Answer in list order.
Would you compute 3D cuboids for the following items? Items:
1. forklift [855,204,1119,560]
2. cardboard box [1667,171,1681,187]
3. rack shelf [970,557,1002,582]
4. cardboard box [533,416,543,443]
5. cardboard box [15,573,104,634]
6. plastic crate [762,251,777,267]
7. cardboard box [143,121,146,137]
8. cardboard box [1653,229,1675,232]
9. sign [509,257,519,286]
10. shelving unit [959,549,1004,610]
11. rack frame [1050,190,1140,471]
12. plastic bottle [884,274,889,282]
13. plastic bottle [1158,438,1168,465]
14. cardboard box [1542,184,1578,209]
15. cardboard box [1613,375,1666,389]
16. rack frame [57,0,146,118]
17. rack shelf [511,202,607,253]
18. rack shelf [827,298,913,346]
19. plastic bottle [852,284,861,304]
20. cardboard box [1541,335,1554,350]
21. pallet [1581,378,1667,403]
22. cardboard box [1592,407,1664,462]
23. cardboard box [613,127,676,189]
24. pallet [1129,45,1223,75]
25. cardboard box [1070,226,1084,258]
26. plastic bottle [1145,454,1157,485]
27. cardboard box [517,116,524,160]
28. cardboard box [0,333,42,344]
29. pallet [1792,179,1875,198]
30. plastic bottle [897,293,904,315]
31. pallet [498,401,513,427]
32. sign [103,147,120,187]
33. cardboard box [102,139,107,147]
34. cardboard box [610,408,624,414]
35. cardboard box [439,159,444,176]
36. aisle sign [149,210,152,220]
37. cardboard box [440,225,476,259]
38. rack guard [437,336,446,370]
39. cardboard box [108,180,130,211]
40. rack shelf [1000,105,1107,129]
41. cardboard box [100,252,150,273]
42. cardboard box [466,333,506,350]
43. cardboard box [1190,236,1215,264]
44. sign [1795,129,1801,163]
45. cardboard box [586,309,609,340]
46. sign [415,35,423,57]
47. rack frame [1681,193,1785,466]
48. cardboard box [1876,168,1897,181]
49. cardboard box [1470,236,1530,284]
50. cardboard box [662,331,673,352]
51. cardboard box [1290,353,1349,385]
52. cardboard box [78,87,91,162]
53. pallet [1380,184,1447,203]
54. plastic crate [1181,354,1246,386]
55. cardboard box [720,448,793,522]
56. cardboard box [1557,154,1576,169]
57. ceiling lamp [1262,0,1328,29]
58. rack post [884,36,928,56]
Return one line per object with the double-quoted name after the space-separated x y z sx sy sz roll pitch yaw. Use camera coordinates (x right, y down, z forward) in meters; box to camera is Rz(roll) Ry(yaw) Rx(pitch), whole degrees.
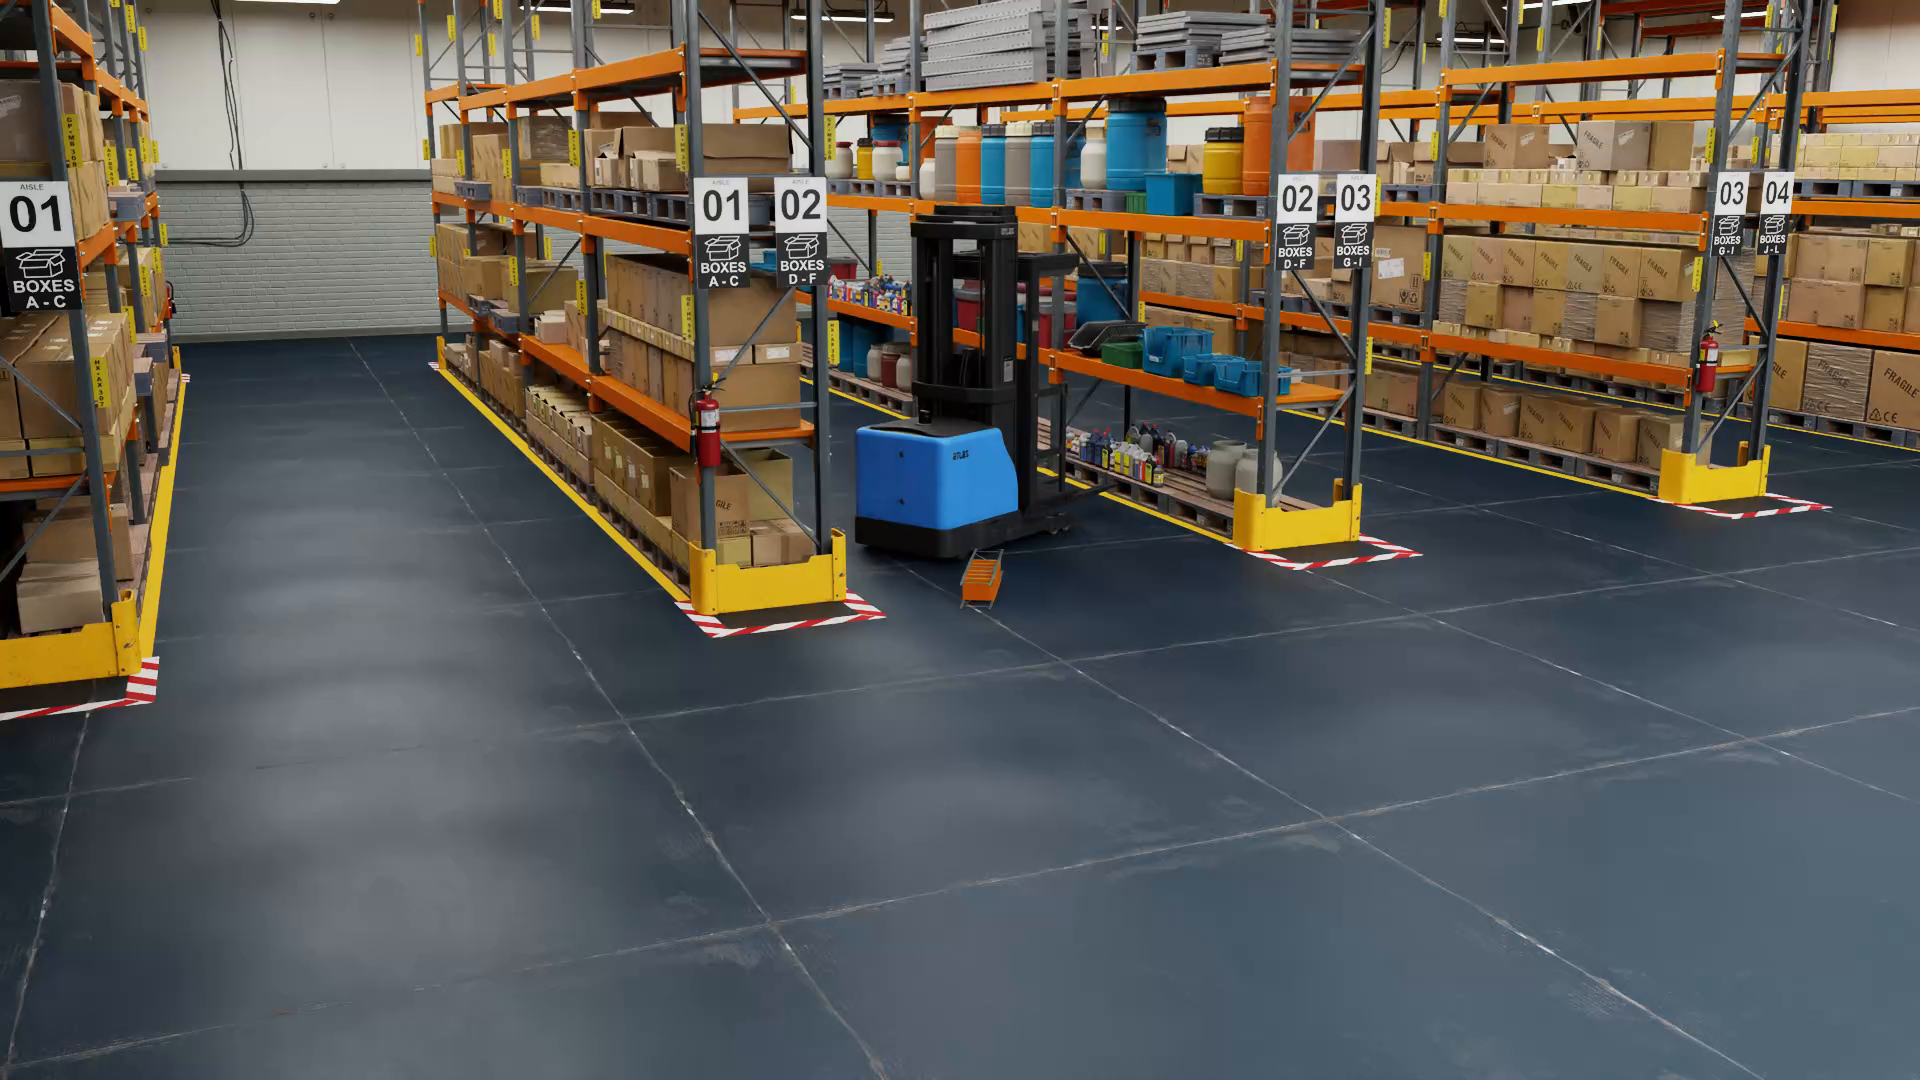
0.377 -1.540 15.022 1.130 2.935 3.031 10 16 36 "forklift"
7.210 -3.558 16.386 0.380 0.149 0.250 -6 14 -25 "cardboard box"
0.208 0.236 13.419 0.258 0.180 0.103 1 13 6 "rack shelf"
-4.537 -1.267 18.859 0.500 0.250 0.500 -6 14 -25 "cardboard box"
-6.207 0.405 11.455 0.500 0.311 0.500 -7 15 -29 "cardboard box"
-3.039 -4.734 28.461 0.616 0.435 0.499 -6 14 -23 "plastic crate"
-11.262 -5.405 22.437 0.500 0.500 0.500 -6 14 -23 "cardboard box"
12.430 -5.362 28.947 0.500 0.500 0.500 -6 14 -24 "cardboard box"
-5.173 -3.115 19.285 0.100 0.325 0.005 -6 14 -23 "sign"
0.178 0.300 13.144 0.258 0.189 1.200 1 13 6 "shelving unit"
1.463 -2.261 17.985 1.000 3.000 0.127 -6 14 -23 "rack frame"
-1.074 -3.729 24.440 0.144 0.351 0.185 -6 14 -23 "plastic bottle"
2.108 -0.924 17.257 0.061 0.283 0.133 -6 14 -23 "plastic bottle"
6.571 -3.660 17.710 0.500 0.250 0.500 -6 14 -24 "cardboard box"
9.872 -2.564 23.352 1.050 0.750 0.750 -6 14 -23 "cardboard box"
-12.421 -6.768 24.155 1.000 3.000 0.127 -6 14 -23 "rack frame"
-3.878 -3.338 17.584 1.077 0.370 4.000 -6 14 -23 "rack shelf"
-0.941 -3.150 23.423 1.077 0.370 4.000 -6 14 -23 "rack shelf"
-1.442 -3.484 23.545 0.152 0.276 0.135 -6 14 -23 "plastic bottle"
6.567 -2.158 18.098 0.380 0.149 0.250 -6 14 -23 "cardboard box"
9.716 -2.182 23.828 1.003 0.211 1.213 -6 14 -23 "pallet"
7.098 -1.119 17.666 0.500 0.500 0.500 -2 13 -8 "cardboard box"
-2.533 -3.247 14.123 0.797 0.503 0.637 -4 14 -17 "cardboard box"
2.311 -4.476 15.560 1.003 0.211 1.213 -6 14 -23 "pallet"
2.171 -4.973 27.713 0.500 0.500 0.500 -5 14 -22 "cardboard box"
1.864 -0.688 16.237 0.061 0.283 0.133 -5 14 -22 "plastic bottle"
-5.053 -4.834 20.011 0.500 0.500 0.500 -6 14 -23 "cardboard box"
-7.001 -1.235 12.179 0.500 0.500 0.500 -5 14 -22 "cardboard box"
10.904 -4.383 20.701 1.003 0.211 1.213 -6 14 -23 "pallet"
-0.785 -3.123 21.970 0.061 0.283 0.133 -6 14 -23 "plastic bottle"
-5.429 -1.691 21.709 1.003 0.211 1.213 -6 14 -23 "pallet"
-7.120 -3.130 13.941 0.100 0.325 0.005 -6 14 -23 "sign"
-9.460 -4.010 17.693 0.700 0.500 0.500 -7 15 -27 "cardboard box"
-3.419 -1.271 17.632 0.500 0.311 0.500 -6 14 -25 "cardboard box"
-7.517 -5.589 24.937 0.500 0.250 0.500 -6 14 -23 "cardboard box"
-12.175 -5.154 24.719 0.394 0.787 0.004 -6 14 -23 "aisle sign"
-7.732 -4.606 25.681 0.500 0.500 0.500 -5 14 -22 "cardboard box"
-7.854 -3.060 26.982 1.175 0.500 0.348 -6 14 -23 "rack guard"
-8.681 -3.496 16.822 0.500 0.311 0.500 -6 14 -23 "cardboard box"
1.995 -7.152 28.295 1.077 0.370 4.000 -6 14 -23 "rack shelf"
-9.997 -3.302 19.896 0.500 0.250 0.500 -5 14 -22 "cardboard box"
-7.039 -2.853 25.104 0.797 0.503 0.637 -6 14 -23 "cardboard box"
3.862 -4.359 24.606 0.797 0.503 0.637 -5 14 -22 "cardboard box"
8.101 -3.818 16.123 0.100 0.325 0.005 -6 14 -23 "sign"
-3.581 -2.132 17.207 0.500 0.500 0.500 -5 14 -19 "cardboard box"
-8.381 -7.661 25.765 0.100 0.325 0.005 -6 14 -23 "sign"
7.603 -1.882 16.348 1.000 3.000 0.127 -6 14 -23 "rack frame"
11.030 -4.307 19.580 0.380 0.149 0.250 -5 14 -22 "cardboard box"
6.150 -3.170 18.814 0.500 0.500 0.500 -6 14 -23 "cardboard box"
-2.215 -1.627 13.588 0.380 0.149 0.250 -5 14 -21 "cardboard box"
4.919 -2.281 22.641 0.700 0.500 0.500 -7 15 -28 "cardboard box"
-6.314 -2.861 11.443 0.500 0.500 0.500 -5 14 -21 "cardboard box"
5.851 -4.215 20.194 1.213 0.211 1.003 -6 14 -23 "pallet"
2.336 -1.573 15.343 0.499 0.251 0.408 -6 14 -23 "plastic crate"
-1.688 -0.452 13.674 0.500 0.500 0.500 -6 14 -23 "cardboard box"
9.072 -5.463 24.216 0.500 0.311 0.500 -6 14 -23 "cardboard box"
6.978 -12.185 34.613 2.000 3.185 0.800 -6 14 -23 "ceiling lamp"
-0.541 -6.413 21.479 0.624 0.289 0.986 -6 14 -23 "rack post"
